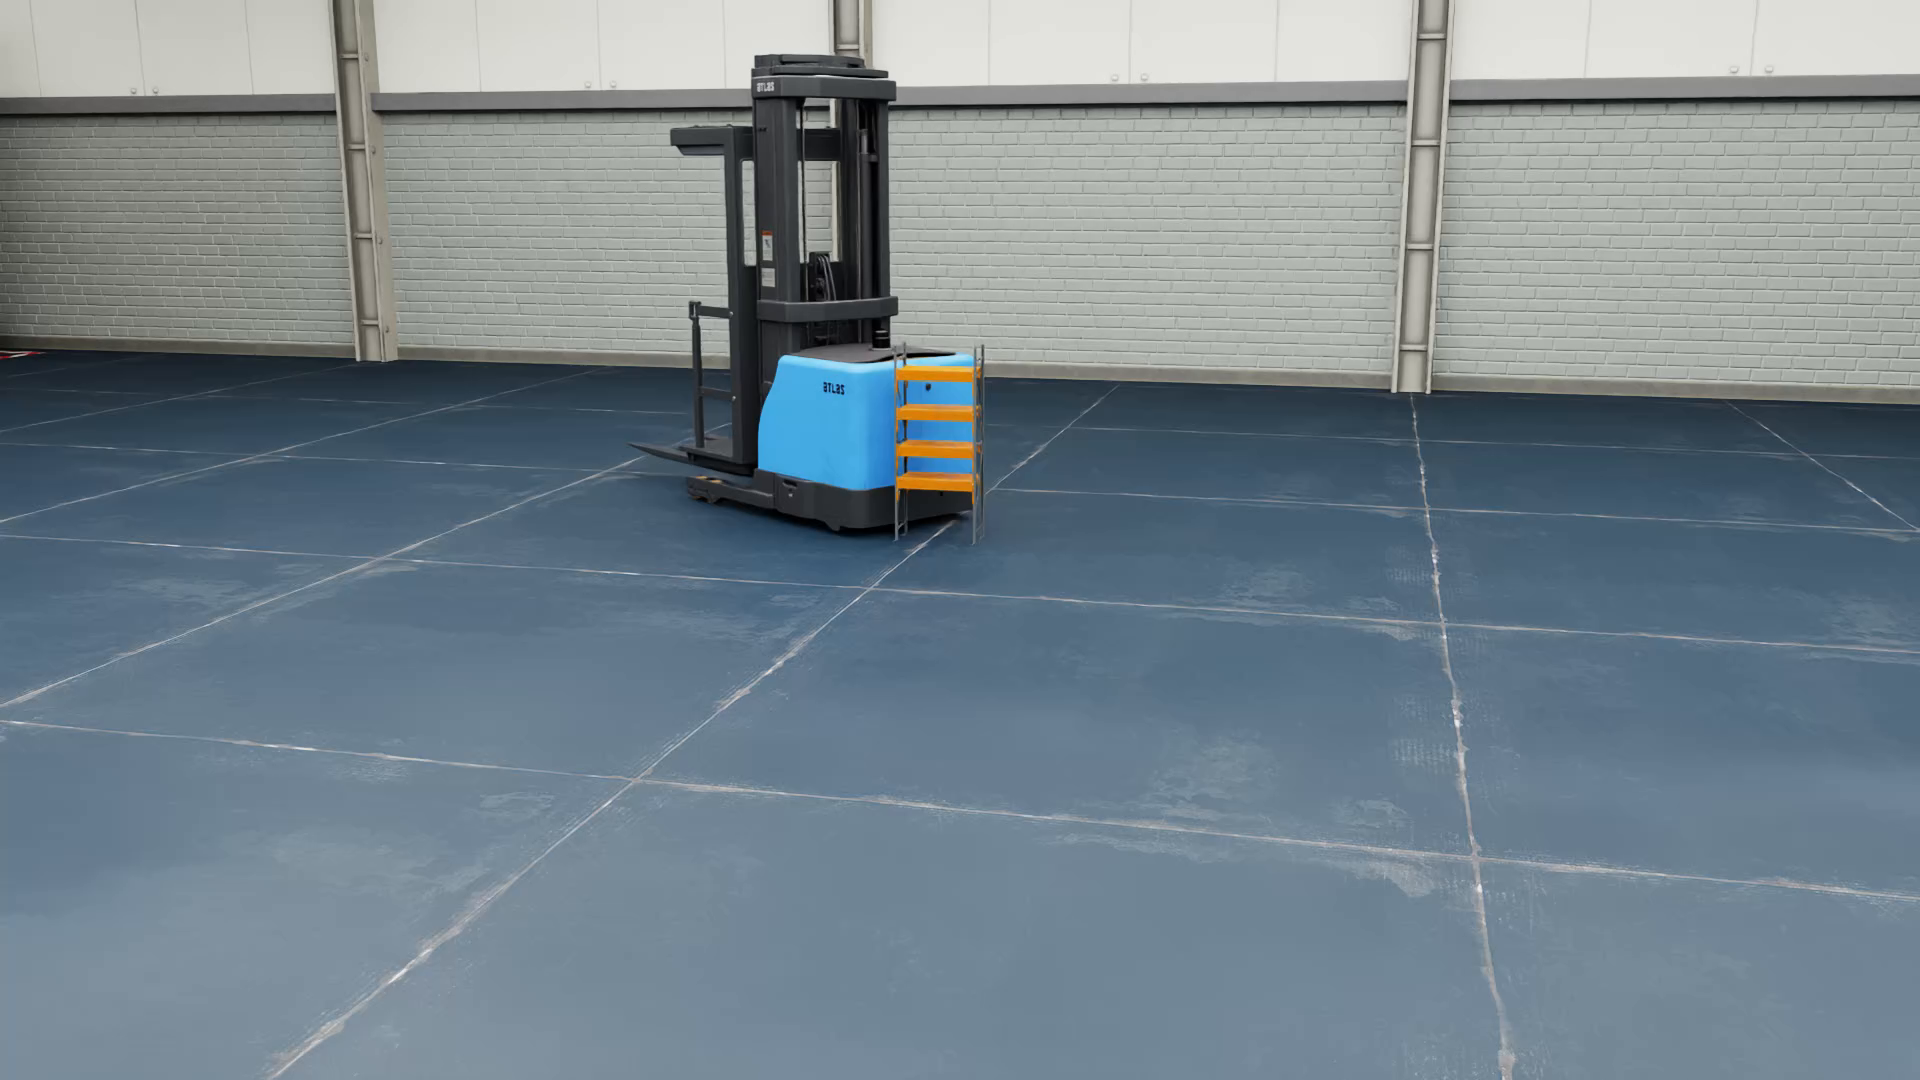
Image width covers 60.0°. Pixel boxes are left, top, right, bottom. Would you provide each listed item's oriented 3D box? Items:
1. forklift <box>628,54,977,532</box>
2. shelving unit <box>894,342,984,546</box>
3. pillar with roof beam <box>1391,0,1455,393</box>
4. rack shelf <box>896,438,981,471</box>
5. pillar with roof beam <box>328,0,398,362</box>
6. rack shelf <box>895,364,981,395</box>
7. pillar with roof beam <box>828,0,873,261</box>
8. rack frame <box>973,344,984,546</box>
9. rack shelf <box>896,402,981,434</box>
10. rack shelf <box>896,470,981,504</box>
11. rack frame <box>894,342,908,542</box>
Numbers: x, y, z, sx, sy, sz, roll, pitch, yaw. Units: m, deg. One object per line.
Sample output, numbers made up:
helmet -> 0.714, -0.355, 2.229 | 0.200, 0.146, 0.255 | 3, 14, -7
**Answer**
forklift -> -1.241, -1.742, 11.317 | 1.130, 2.935, 3.031 | -11, 17, -40
shelving unit -> -0.124, -0.587, 10.108 | 0.503, 1.200, 0.258 | 3, 13, 13
pillar with roof beam -> 3.623, -5.028, 12.118 | 0.400, 9.000, 9.100 | 3, 13, 14
rack shelf -> -0.124, -0.521, 10.122 | 0.480, 0.148, 0.258 | 3, 13, 13
pillar with roof beam -> -8.027, -5.650, 14.925 | 0.400, 9.000, 9.100 | 3, 13, 14
rack shelf -> -0.124, -0.970, 10.022 | 0.480, 0.148, 0.258 | 3, 13, 13
pillar with roof beam -> -2.202, -5.339, 13.522 | 0.400, 9.000, 9.100 | 3, 13, 14
rack frame -> 0.113, -0.575, 10.054 | 0.015, 1.200, 0.240 | 3, 13, 13
rack shelf -> -0.124, -0.739, 10.074 | 0.480, 0.148, 0.258 | 3, 13, 13
rack shelf -> -0.124, -0.327, 10.165 | 0.480, 0.148, 0.258 | 3, 13, 13
rack frame -> -0.362, -0.599, 10.161 | 0.015, 1.200, 0.240 | 3, 13, 13
